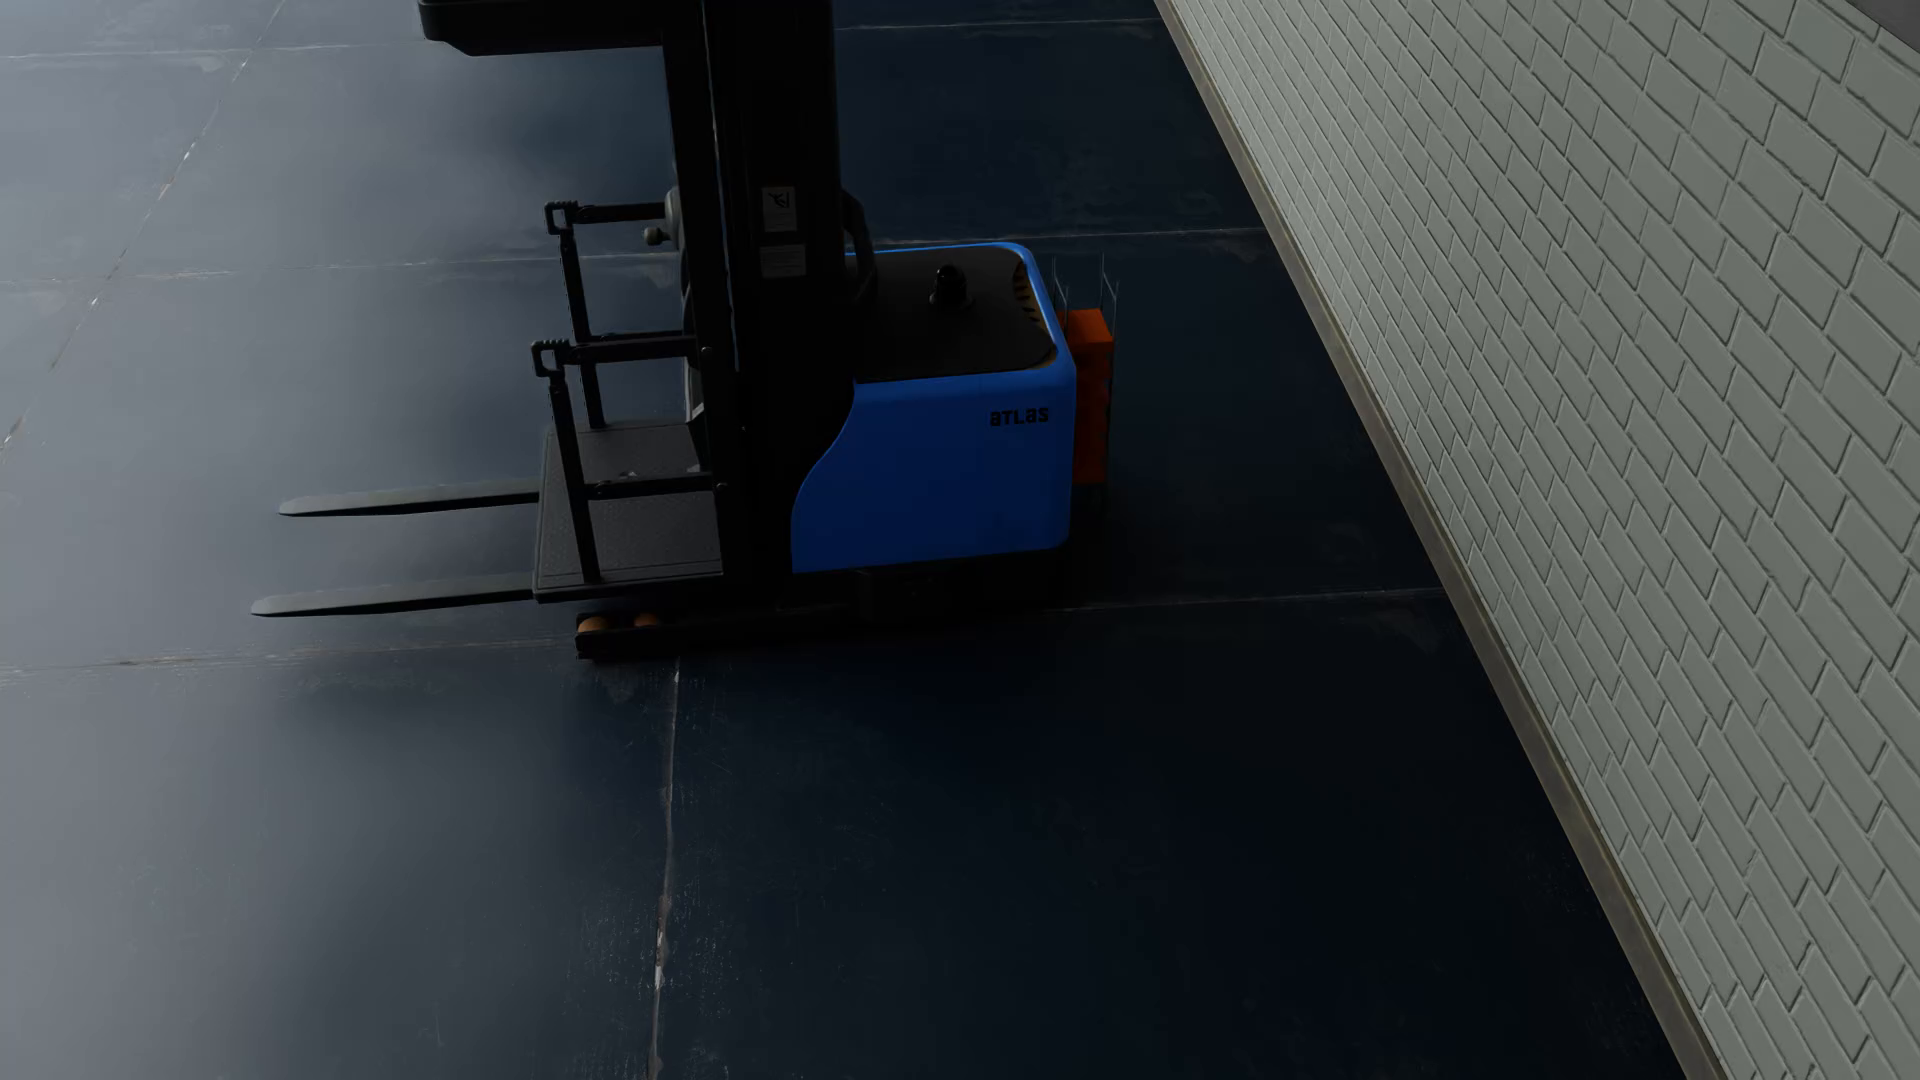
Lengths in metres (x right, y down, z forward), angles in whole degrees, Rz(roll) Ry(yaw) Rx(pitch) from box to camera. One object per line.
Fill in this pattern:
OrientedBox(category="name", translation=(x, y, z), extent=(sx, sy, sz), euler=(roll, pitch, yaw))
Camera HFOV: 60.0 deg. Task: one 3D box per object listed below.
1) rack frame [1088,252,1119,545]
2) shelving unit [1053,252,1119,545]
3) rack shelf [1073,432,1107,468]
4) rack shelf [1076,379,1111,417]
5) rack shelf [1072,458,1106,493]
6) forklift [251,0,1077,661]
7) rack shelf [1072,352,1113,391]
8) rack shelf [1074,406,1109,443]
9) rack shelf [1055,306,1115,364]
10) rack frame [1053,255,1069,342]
OrientedBox(category="rack frame", translation=(0.552, -0.525, 6.446), extent=(0.006, 1.200, 0.240), euler=(-5, 39, -7))
OrientedBox(category="shelving unit", translation=(0.462, -0.516, 6.436), extent=(0.189, 1.200, 0.258), euler=(-5, 39, -7))
OrientedBox(category="rack shelf", translation=(0.462, -0.387, 6.537), extent=(0.180, 0.103, 0.258), euler=(-5, 39, -7))
OrientedBox(category="rack shelf", translation=(0.462, -0.576, 6.389), extent=(0.180, 0.103, 0.258), euler=(-5, 39, -7))
OrientedBox(category="rack shelf", translation=(0.462, -0.293, 6.612), extent=(0.180, 0.103, 0.258), euler=(-5, 39, -7))
OrientedBox(category="forklift", translation=(-1.137, -1.054, 5.719), extent=(3.031, 2.935, 1.130), euler=(-5, 39, -7))
OrientedBox(category="rack shelf", translation=(0.462, -0.670, 6.314), extent=(0.180, 0.103, 0.258), euler=(-5, 39, -7))
OrientedBox(category="rack shelf", translation=(0.462, -0.481, 6.463), extent=(0.180, 0.103, 0.258), euler=(-5, 39, -7))
OrientedBox(category="rack shelf", translation=(0.462, -0.764, 6.240), extent=(0.180, 0.103, 0.258), euler=(-5, 39, -7))
OrientedBox(category="rack frame", translation=(0.371, -0.508, 6.425), extent=(0.006, 1.200, 0.240), euler=(-5, 39, -7))
